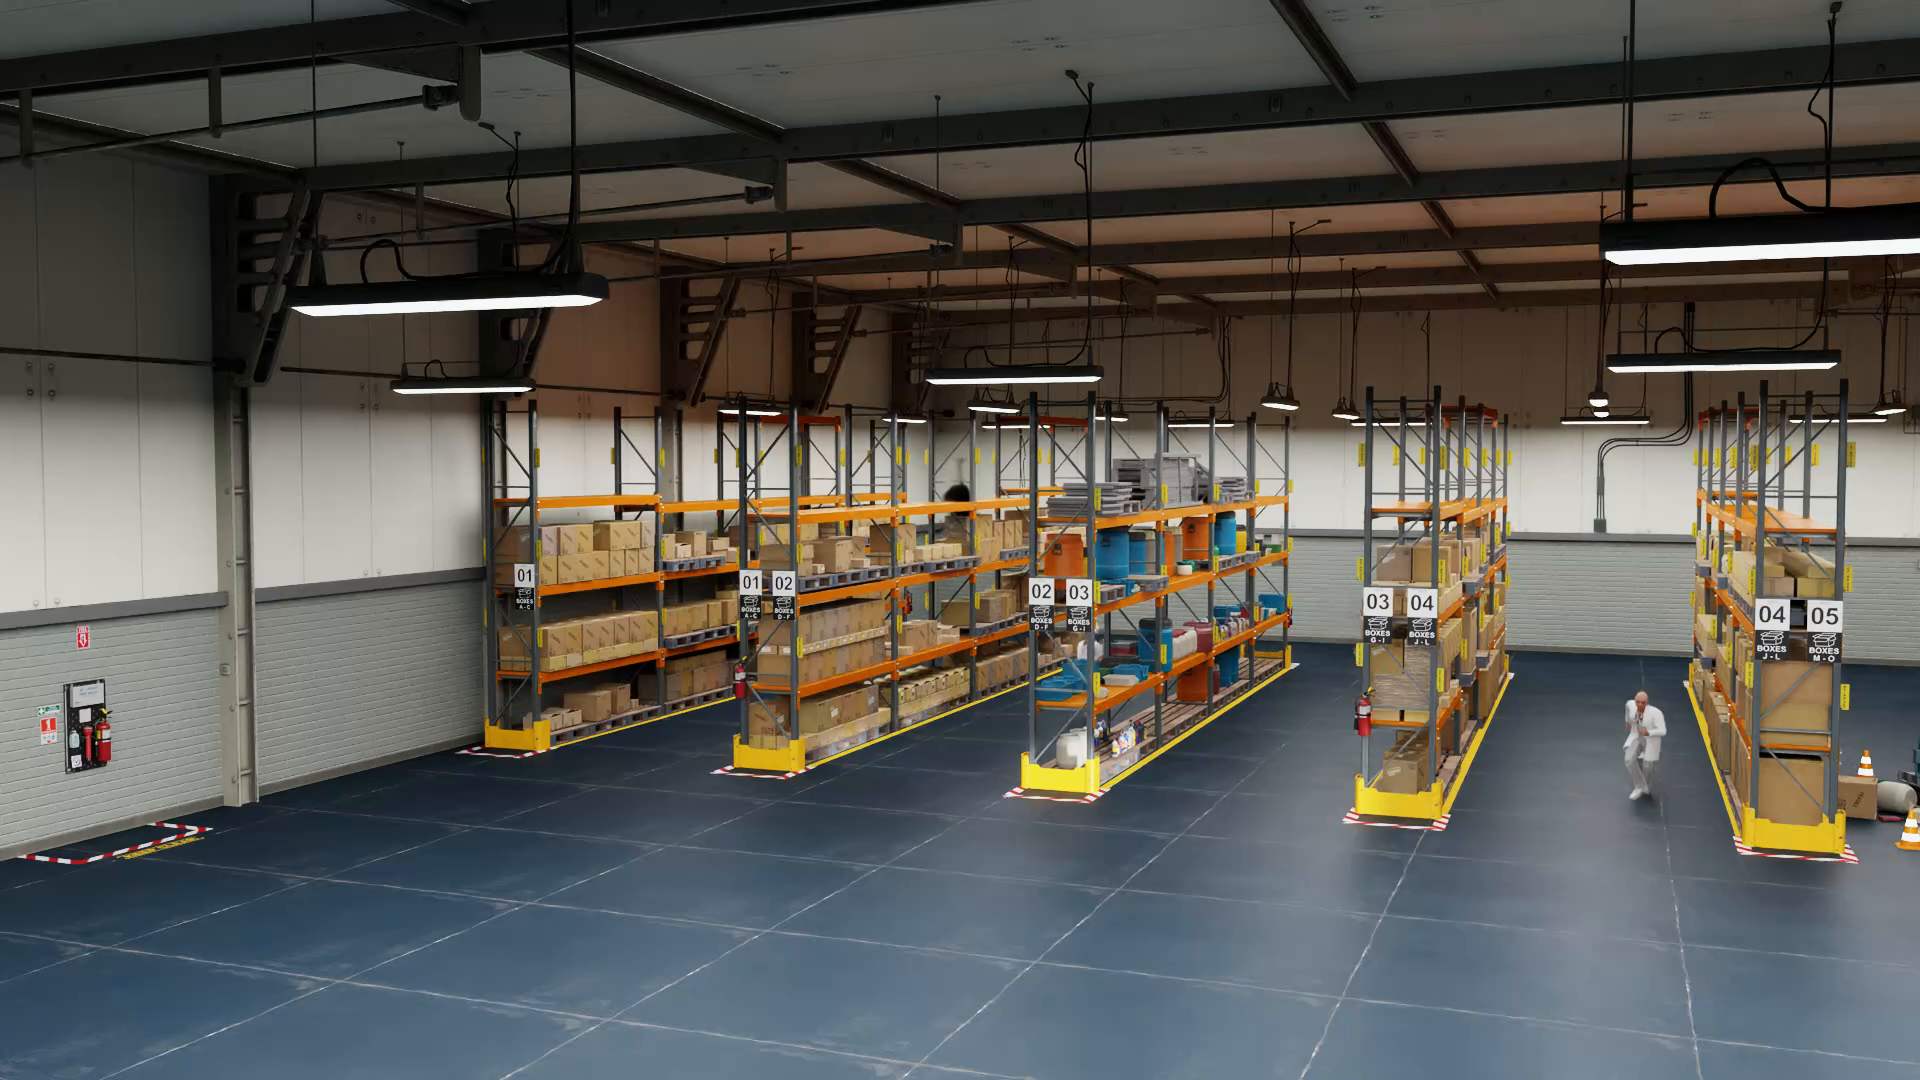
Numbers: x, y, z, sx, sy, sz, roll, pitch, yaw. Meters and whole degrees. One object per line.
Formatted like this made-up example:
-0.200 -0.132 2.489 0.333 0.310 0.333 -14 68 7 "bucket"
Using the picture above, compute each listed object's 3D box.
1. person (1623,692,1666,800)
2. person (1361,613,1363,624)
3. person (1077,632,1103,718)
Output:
10.053 2.981 24.402 0.701 1.594 1.195 2 4 36 "person"
10.438 2.124 41.653 0.813 1.729 0.741 -1 3 -15 "person"
2.492 2.541 32.050 0.739 1.747 0.683 2 4 37 "person"
